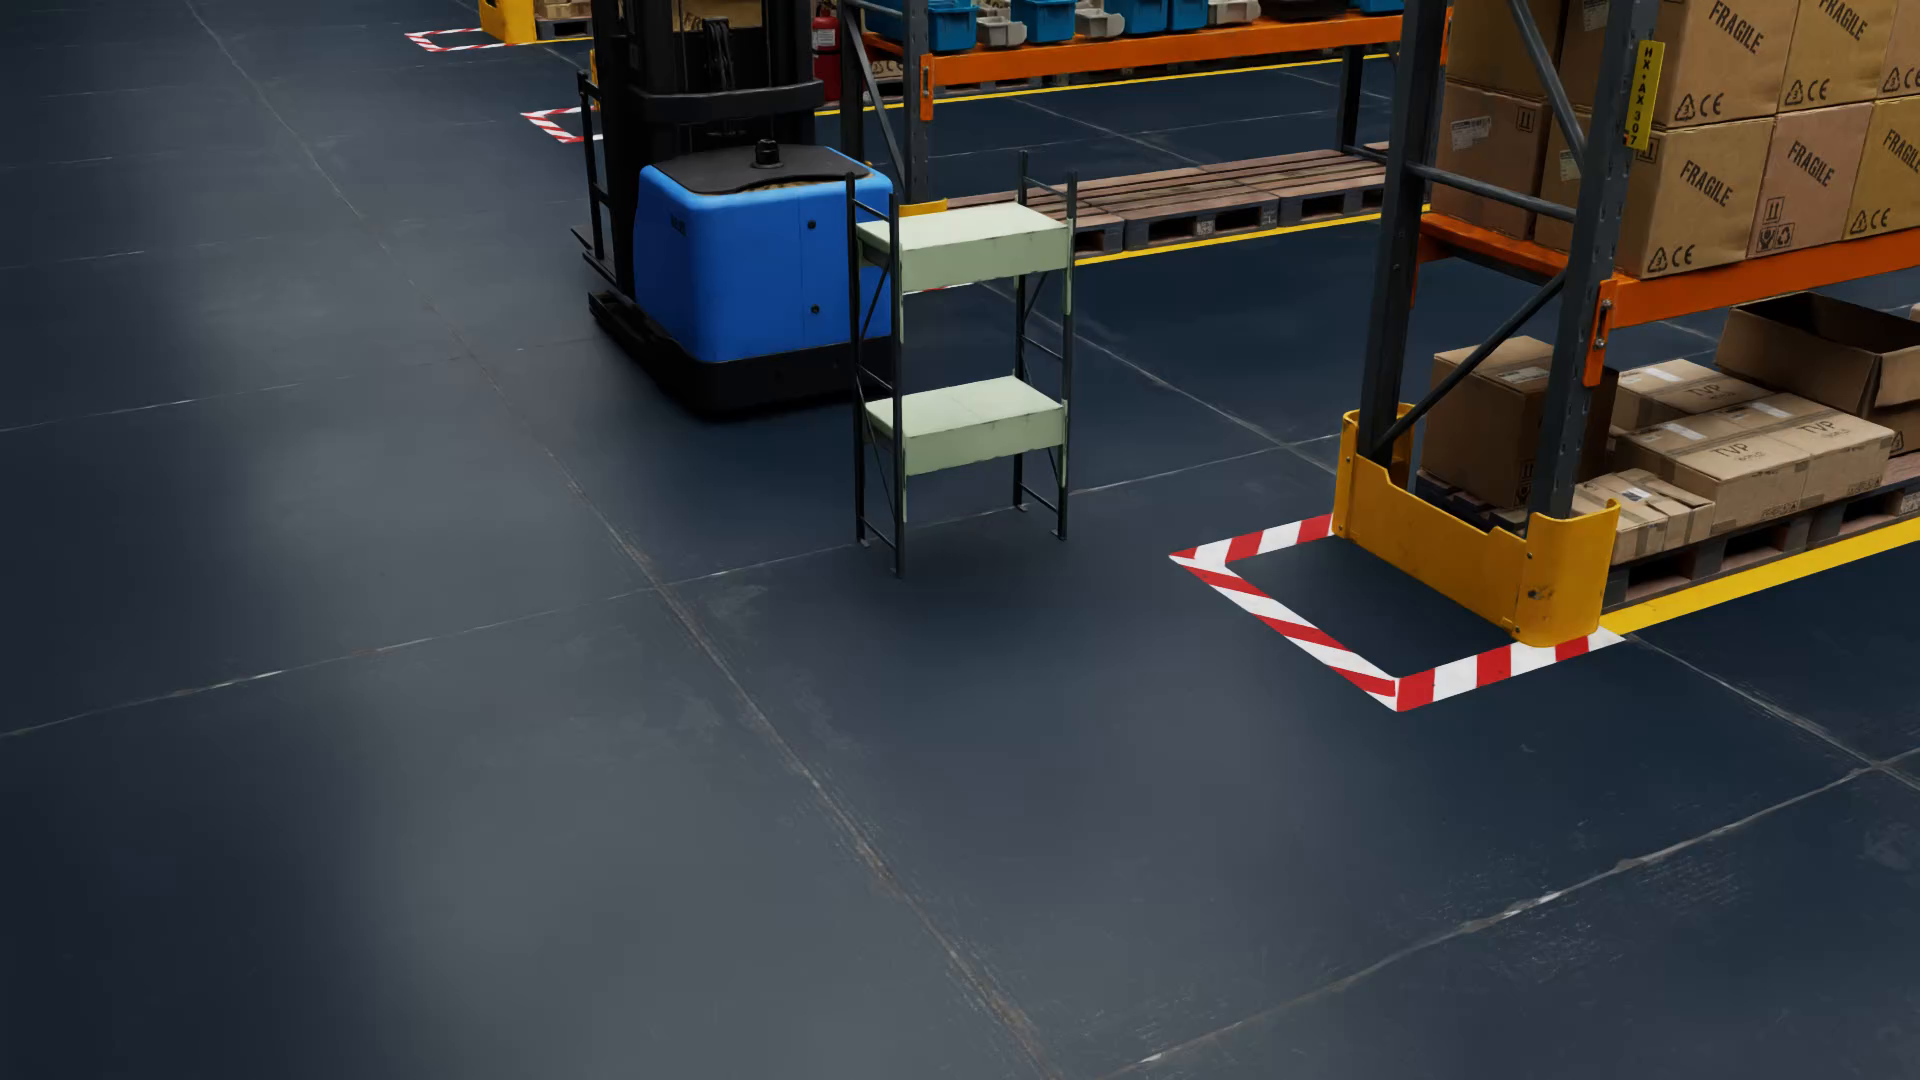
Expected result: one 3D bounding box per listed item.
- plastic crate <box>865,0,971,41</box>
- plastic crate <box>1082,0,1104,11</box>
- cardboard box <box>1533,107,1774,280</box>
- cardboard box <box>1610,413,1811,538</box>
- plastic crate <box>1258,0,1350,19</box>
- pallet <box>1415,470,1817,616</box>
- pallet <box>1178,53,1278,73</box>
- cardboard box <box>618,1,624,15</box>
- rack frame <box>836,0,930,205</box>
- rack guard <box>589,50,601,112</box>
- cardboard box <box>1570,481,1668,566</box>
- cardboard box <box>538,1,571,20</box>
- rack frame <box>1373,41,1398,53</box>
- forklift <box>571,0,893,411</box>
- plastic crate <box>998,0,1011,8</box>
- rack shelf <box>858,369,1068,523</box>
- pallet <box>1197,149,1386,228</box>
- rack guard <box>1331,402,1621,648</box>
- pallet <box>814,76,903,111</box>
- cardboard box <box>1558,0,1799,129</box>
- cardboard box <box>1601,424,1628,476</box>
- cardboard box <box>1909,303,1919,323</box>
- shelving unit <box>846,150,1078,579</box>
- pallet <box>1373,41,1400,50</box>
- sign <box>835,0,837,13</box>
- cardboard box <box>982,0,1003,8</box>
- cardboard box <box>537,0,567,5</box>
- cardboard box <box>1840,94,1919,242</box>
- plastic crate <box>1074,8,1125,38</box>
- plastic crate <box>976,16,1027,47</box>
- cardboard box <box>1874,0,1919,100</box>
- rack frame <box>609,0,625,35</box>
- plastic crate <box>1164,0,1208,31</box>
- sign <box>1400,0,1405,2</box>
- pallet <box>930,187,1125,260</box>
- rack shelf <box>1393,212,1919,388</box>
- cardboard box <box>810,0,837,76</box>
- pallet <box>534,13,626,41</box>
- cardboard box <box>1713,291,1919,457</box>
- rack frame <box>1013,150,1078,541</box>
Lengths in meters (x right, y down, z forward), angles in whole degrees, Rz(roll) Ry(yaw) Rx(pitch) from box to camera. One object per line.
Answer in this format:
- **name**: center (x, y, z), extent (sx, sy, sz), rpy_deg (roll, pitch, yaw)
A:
- **plastic crate**: center (-0.257, -3.274, 9.992), extent (0.499, 0.435, 0.616), rpy_deg (-13, 29, -25)
- **plastic crate**: center (0.919, -3.421, 10.646), extent (0.250, 0.136, 0.298), rpy_deg (-13, 29, -25)
- **cardboard box**: center (2.378, -1.233, 5.737), extent (0.500, 0.500, 0.500), rpy_deg (-12, 28, -24)
- **cardboard box**: center (2.917, -0.262, 6.498), extent (0.500, 0.250, 0.500), rpy_deg (-13, 29, -25)
- **plastic crate**: center (2.203, -3.478, 10.777), extent (0.590, 0.125, 0.437), rpy_deg (-13, 29, -25)
- **pallet**: center (2.633, -0.120, 6.755), extent (1.213, 0.211, 1.003), rpy_deg (-13, 29, -25)
- **pallet**: center (2.457, -4.976, 16.871), extent (1.213, 0.211, 1.003), rpy_deg (-13, 29, -25)
- **cardboard box**: center (-3.742, -5.934, 18.452), extent (0.250, 0.149, 0.380), rpy_deg (-13, 28, -24)
- **rack frame**: center (-0.465, -3.091, 9.722), extent (0.127, 3.000, 1.000), rpy_deg (-13, 29, -25)
- **rack guard**: center (-2.817, -3.851, 14.193), extent (0.348, 0.500, 1.175), rpy_deg (-13, 29, -25)
- **cardboard box**: center (2.394, -0.066, 6.207), extent (0.250, 0.149, 0.380), rpy_deg (-13, 29, -25)
- **cardboard box**: center (-4.427, -5.786, 18.144), extent (0.250, 0.149, 0.380), rpy_deg (-12, 28, -24)
- **rack frame**: center (4.263, -6.612, 17.056), extent (0.127, 3.000, 1.000), rpy_deg (-13, 29, -25)
- **forklift**: center (-1.417, -2.537, 8.647), extent (1.130, 2.935, 3.031), rpy_deg (-12, 28, -24)
- **plastic crate**: center (0.432, -3.288, 10.368), extent (0.243, 0.136, 0.396), rpy_deg (-13, 29, -25)
- **rack shelf**: center (0.006, -0.384, 6.569), extent (0.720, 0.370, 0.431), rpy_deg (-13, 29, -25)
- **pallet**: center (2.434, -2.484, 11.680), extent (1.213, 0.211, 1.003), rpy_deg (-13, 29, -25)
- **rack guard**: center (1.930, -0.087, 6.354), extent (0.348, 0.500, 1.175), rpy_deg (-13, 29, -25)
- **pallet**: center (-1.052, -4.165, 15.181), extent (1.213, 0.211, 1.003), rpy_deg (-13, 29, -25)
- **cardboard box**: center (2.378, -1.684, 5.521), extent (0.500, 0.500, 0.500), rpy_deg (-12, 28, -24)
- **cardboard box**: center (2.626, -0.373, 6.825), extent (0.250, 0.166, 0.380), rpy_deg (-13, 29, -25)
- **cardboard box**: center (4.920, -0.997, 7.958), extent (0.500, 0.311, 0.500), rpy_deg (-13, 29, -25)
- **shelving unit**: center (0.006, -0.677, 6.428), extent (0.755, 1.500, 0.431), rpy_deg (-13, 29, -25)
- **pallet**: center (4.954, -5.513, 17.990), extent (1.213, 0.211, 1.003), rpy_deg (-13, 29, -25)
- **sign**: center (-0.738, -3.371, 10.118), extent (0.005, 0.325, 0.100), rpy_deg (-13, 29, -25)
- **cardboard box**: center (0.114, -4.925, 15.512), extent (0.875, 0.875, 0.875), rpy_deg (-13, 29, -25)
- **cardboard box**: center (-4.457, -5.944, 18.130), extent (0.250, 0.149, 0.380), rpy_deg (-12, 28, -23)
- **cardboard box**: center (3.275, -1.441, 6.171), extent (0.500, 0.500, 0.500), rpy_deg (-13, 29, -25)
- **plastic crate**: center (0.828, -3.096, 9.967), extent (0.298, 0.136, 0.250), rpy_deg (-13, 29, -25)
- **plastic crate**: center (0.230, -2.957, 9.679), extent (0.298, 0.136, 0.250), rpy_deg (-13, 29, -25)
- **cardboard box**: center (3.280, -1.893, 5.957), extent (0.500, 0.500, 0.500), rpy_deg (-13, 28, -24)
- **rack frame**: center (-2.796, -4.983, 13.662), extent (0.127, 3.000, 1.000), rpy_deg (-13, 29, -25)
- **plastic crate**: center (1.334, -3.296, 10.274), extent (0.300, 0.233, 0.416), rpy_deg (-13, 29, -25)
- **sign**: center (1.619, -2.079, 5.912), extent (0.005, 0.325, 0.100), rpy_deg (-13, 29, -25)
- **pallet**: center (0.281, -1.987, 10.645), extent (1.213, 0.211, 1.003), rpy_deg (-13, 29, -25)
- **rack shelf**: center (3.627, -1.282, 6.785), extent (4.000, 0.370, 1.077), rpy_deg (-13, 29, -25)
- **cardboard box**: center (-1.466, -4.560, 14.752), extent (0.875, 0.875, 0.875), rpy_deg (-13, 29, -25)
- **pallet**: center (-4.240, -5.808, 18.603), extent (1.213, 0.211, 1.003), rpy_deg (-13, 29, -25)
- **cardboard box**: center (3.737, -0.702, 7.121), extent (0.637, 0.503, 0.797), rpy_deg (-13, 29, -25)
- **rack frame**: center (0.329, -0.752, 6.583), extent (0.023, 1.500, 0.400), rpy_deg (-13, 29, -25)
